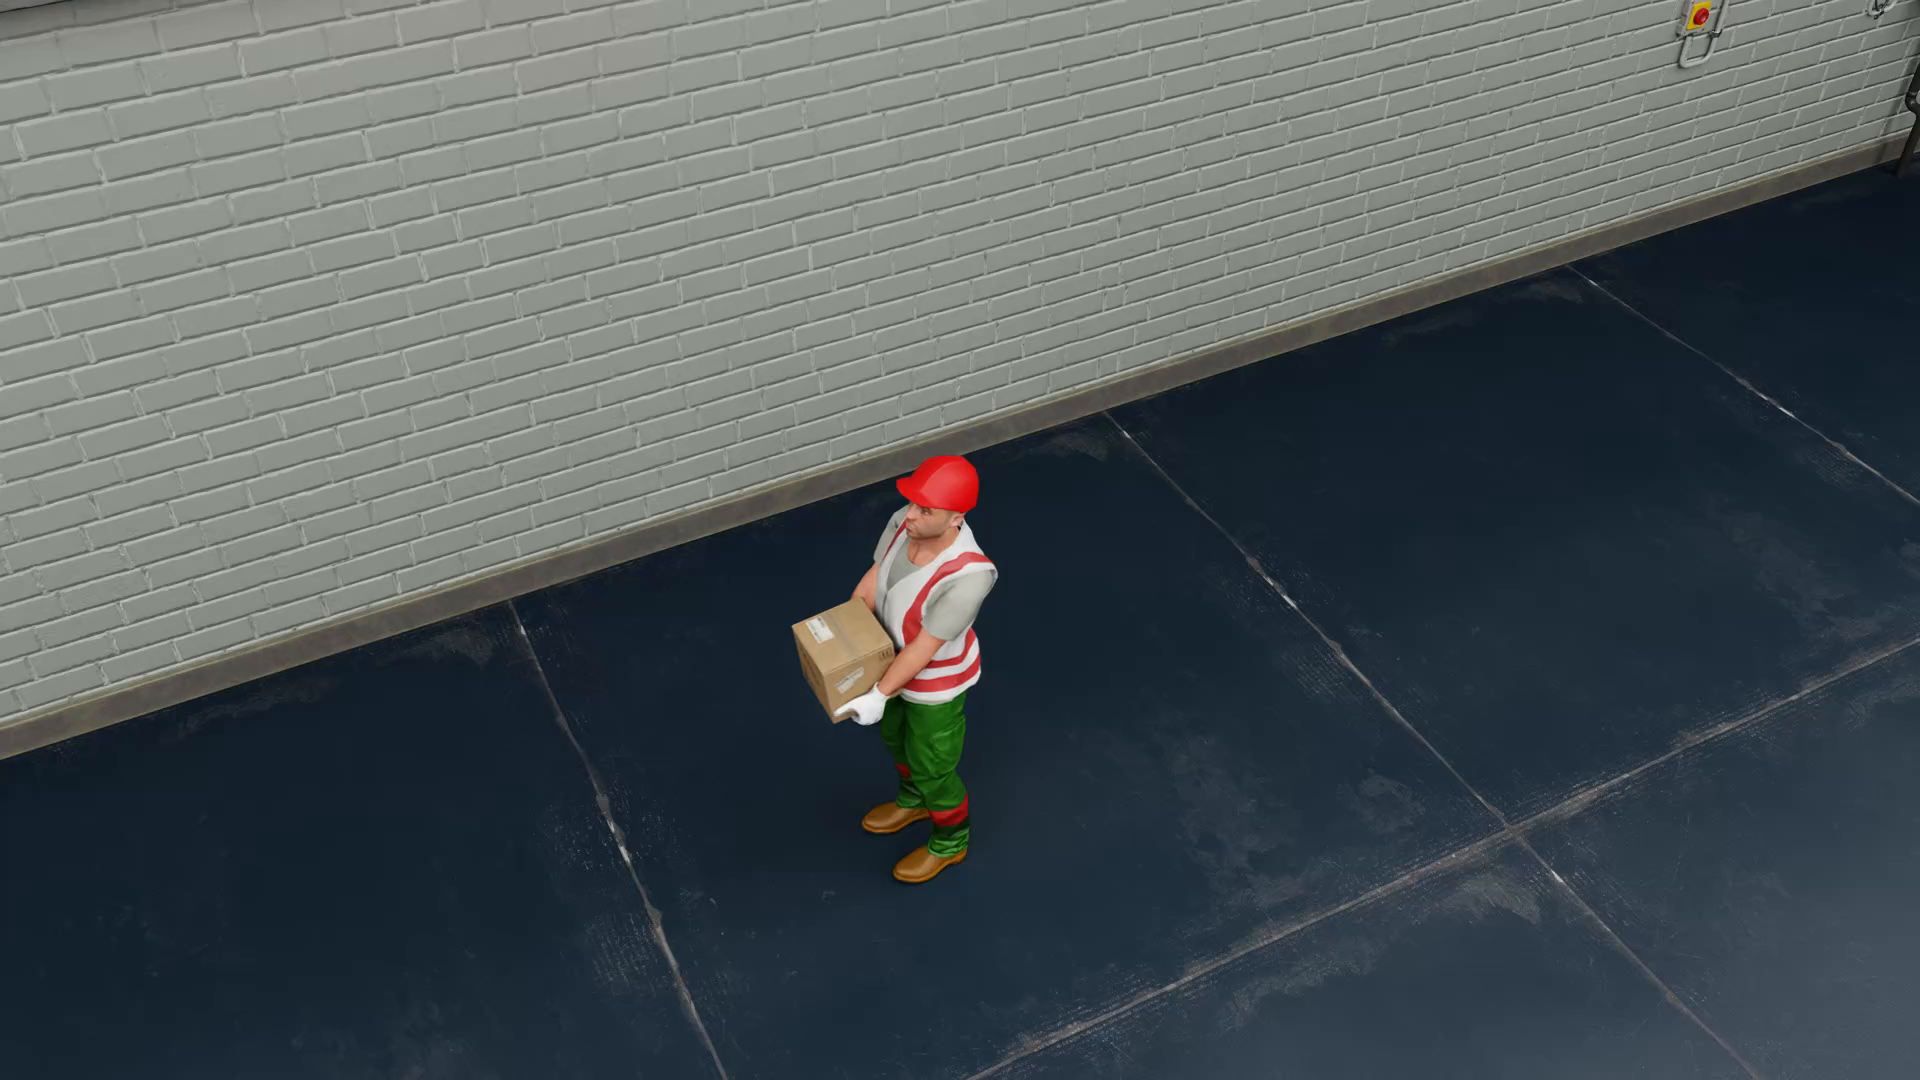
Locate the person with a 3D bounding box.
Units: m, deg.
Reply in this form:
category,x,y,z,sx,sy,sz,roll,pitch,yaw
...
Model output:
category,x,y,z,sx,sy,sz,roll,pitch,yaw
person,-0.206,0.475,5.596,0.573,1.782,0.494,-19,44,-20
